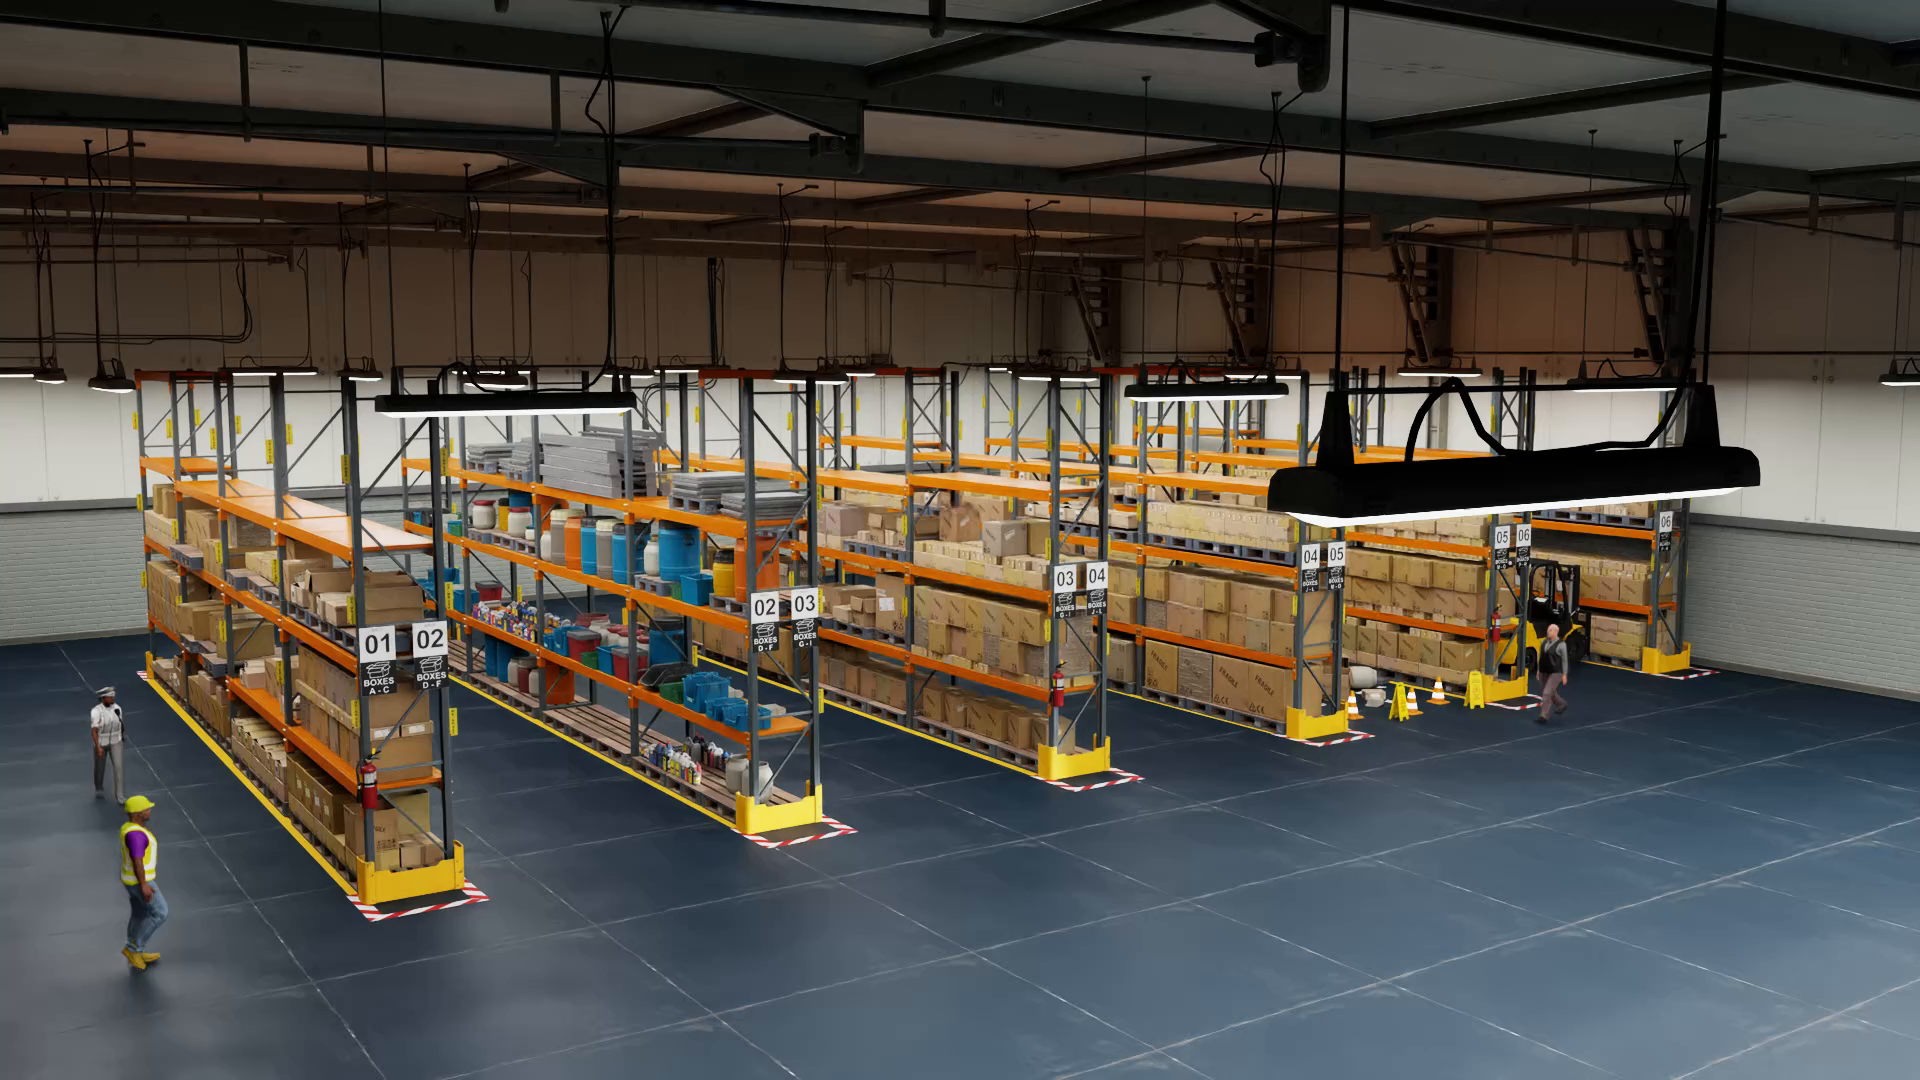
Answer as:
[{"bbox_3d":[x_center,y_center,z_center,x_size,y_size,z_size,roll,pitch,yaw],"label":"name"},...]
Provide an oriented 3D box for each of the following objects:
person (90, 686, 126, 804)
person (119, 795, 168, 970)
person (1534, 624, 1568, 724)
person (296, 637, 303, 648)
[{"bbox_3d":[-12.030,2.857,23.476,0.427,1.622,1.045,-4,8,-35],"label":"person"},{"bbox_3d":[-8.443,3.508,17.148,0.447,1.767,0.607,-4,7,-31],"label":"person"},{"bbox_3d":[10.165,2.280,28.494,0.999,1.683,0.542,-4,8,-31],"label":"person"},{"bbox_3d":[-12.320,2.014,31.283,0.431,1.539,0.969,-4,8,-34],"label":"person"}]
